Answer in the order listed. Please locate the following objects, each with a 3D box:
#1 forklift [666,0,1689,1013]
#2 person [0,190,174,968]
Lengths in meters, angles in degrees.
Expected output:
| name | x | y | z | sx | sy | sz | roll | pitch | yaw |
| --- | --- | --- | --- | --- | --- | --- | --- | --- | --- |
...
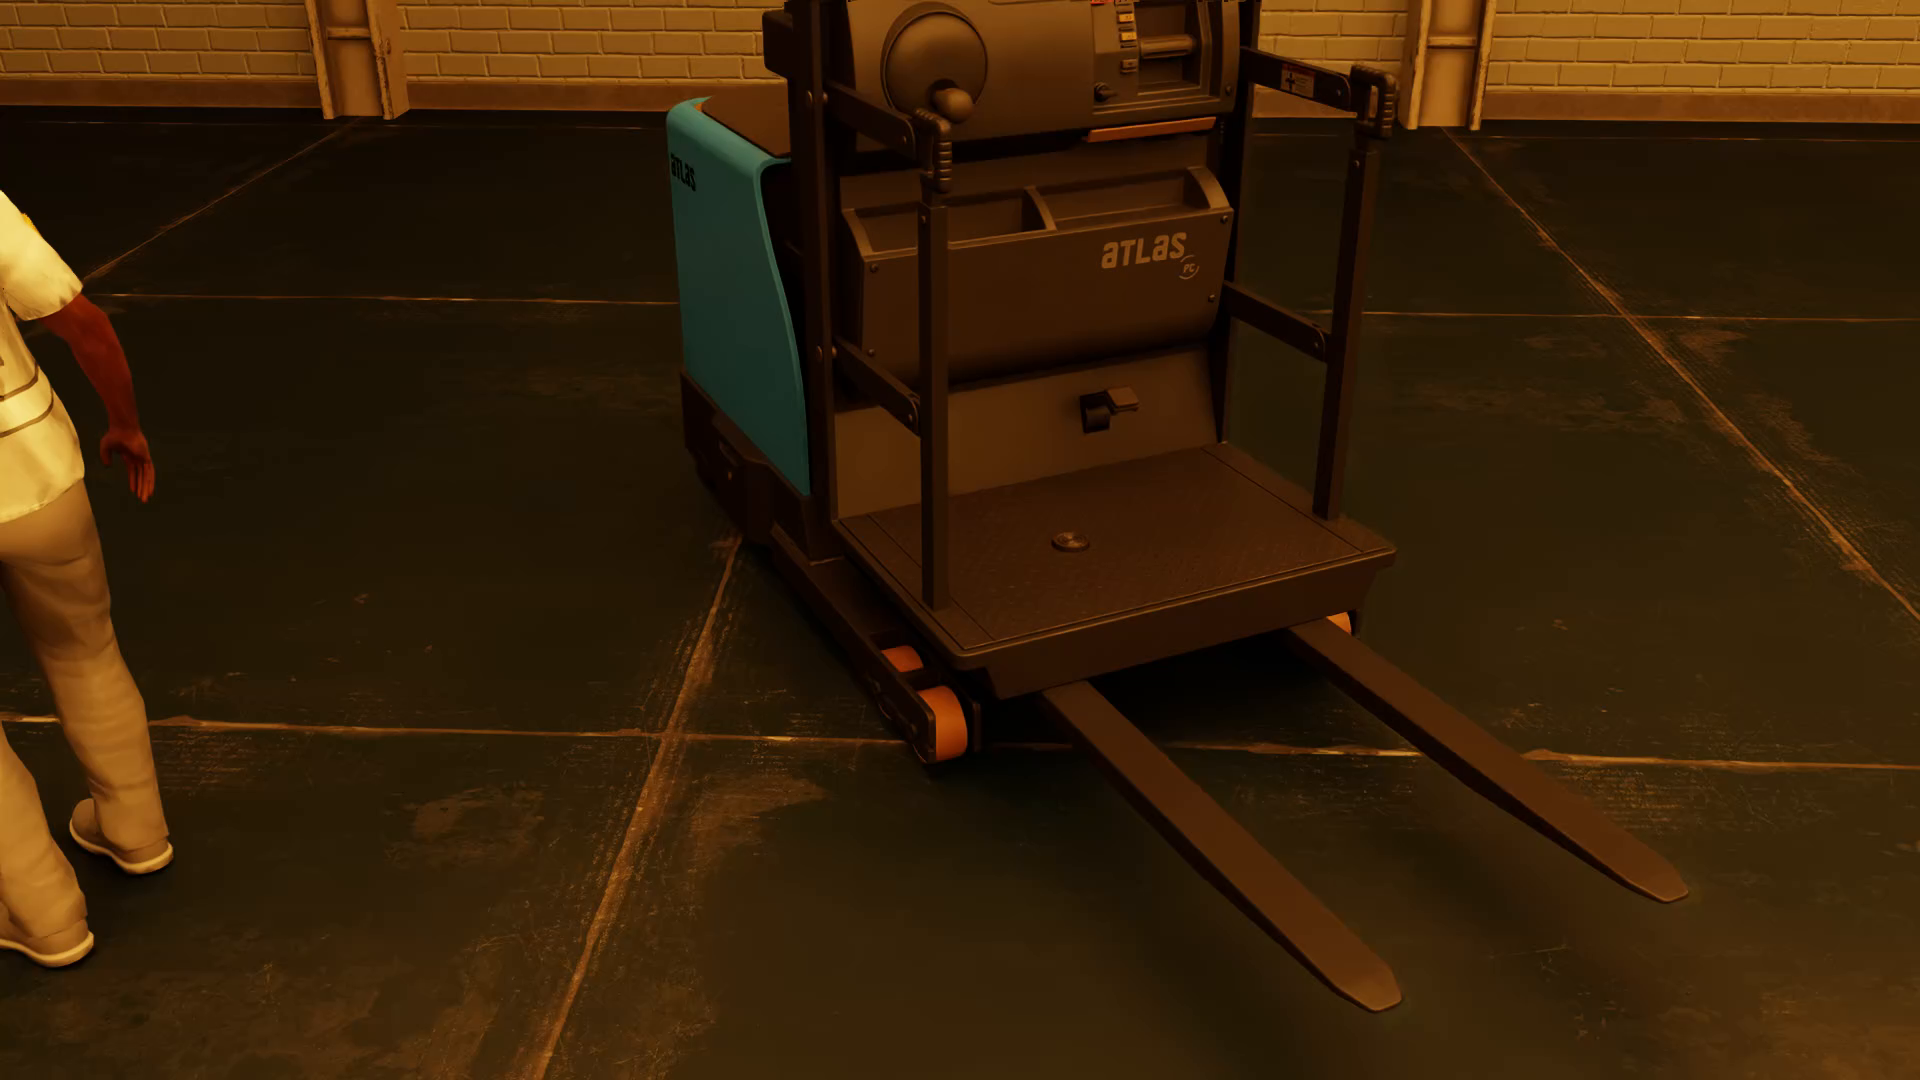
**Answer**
| name | x | y | z | sx | sy | sz | roll | pitch | yaw |
| --- | --- | --- | --- | --- | --- | --- | --- | --- | --- |
| forklift | 0.279 | -1.058 | 3.353 | 1.130 | 2.935 | 3.031 | -12 | 29 | -23 |
| person | -1.699 | -0.063 | 2.785 | 0.651 | 1.654 | 0.459 | -23 | 34 | -38 |
